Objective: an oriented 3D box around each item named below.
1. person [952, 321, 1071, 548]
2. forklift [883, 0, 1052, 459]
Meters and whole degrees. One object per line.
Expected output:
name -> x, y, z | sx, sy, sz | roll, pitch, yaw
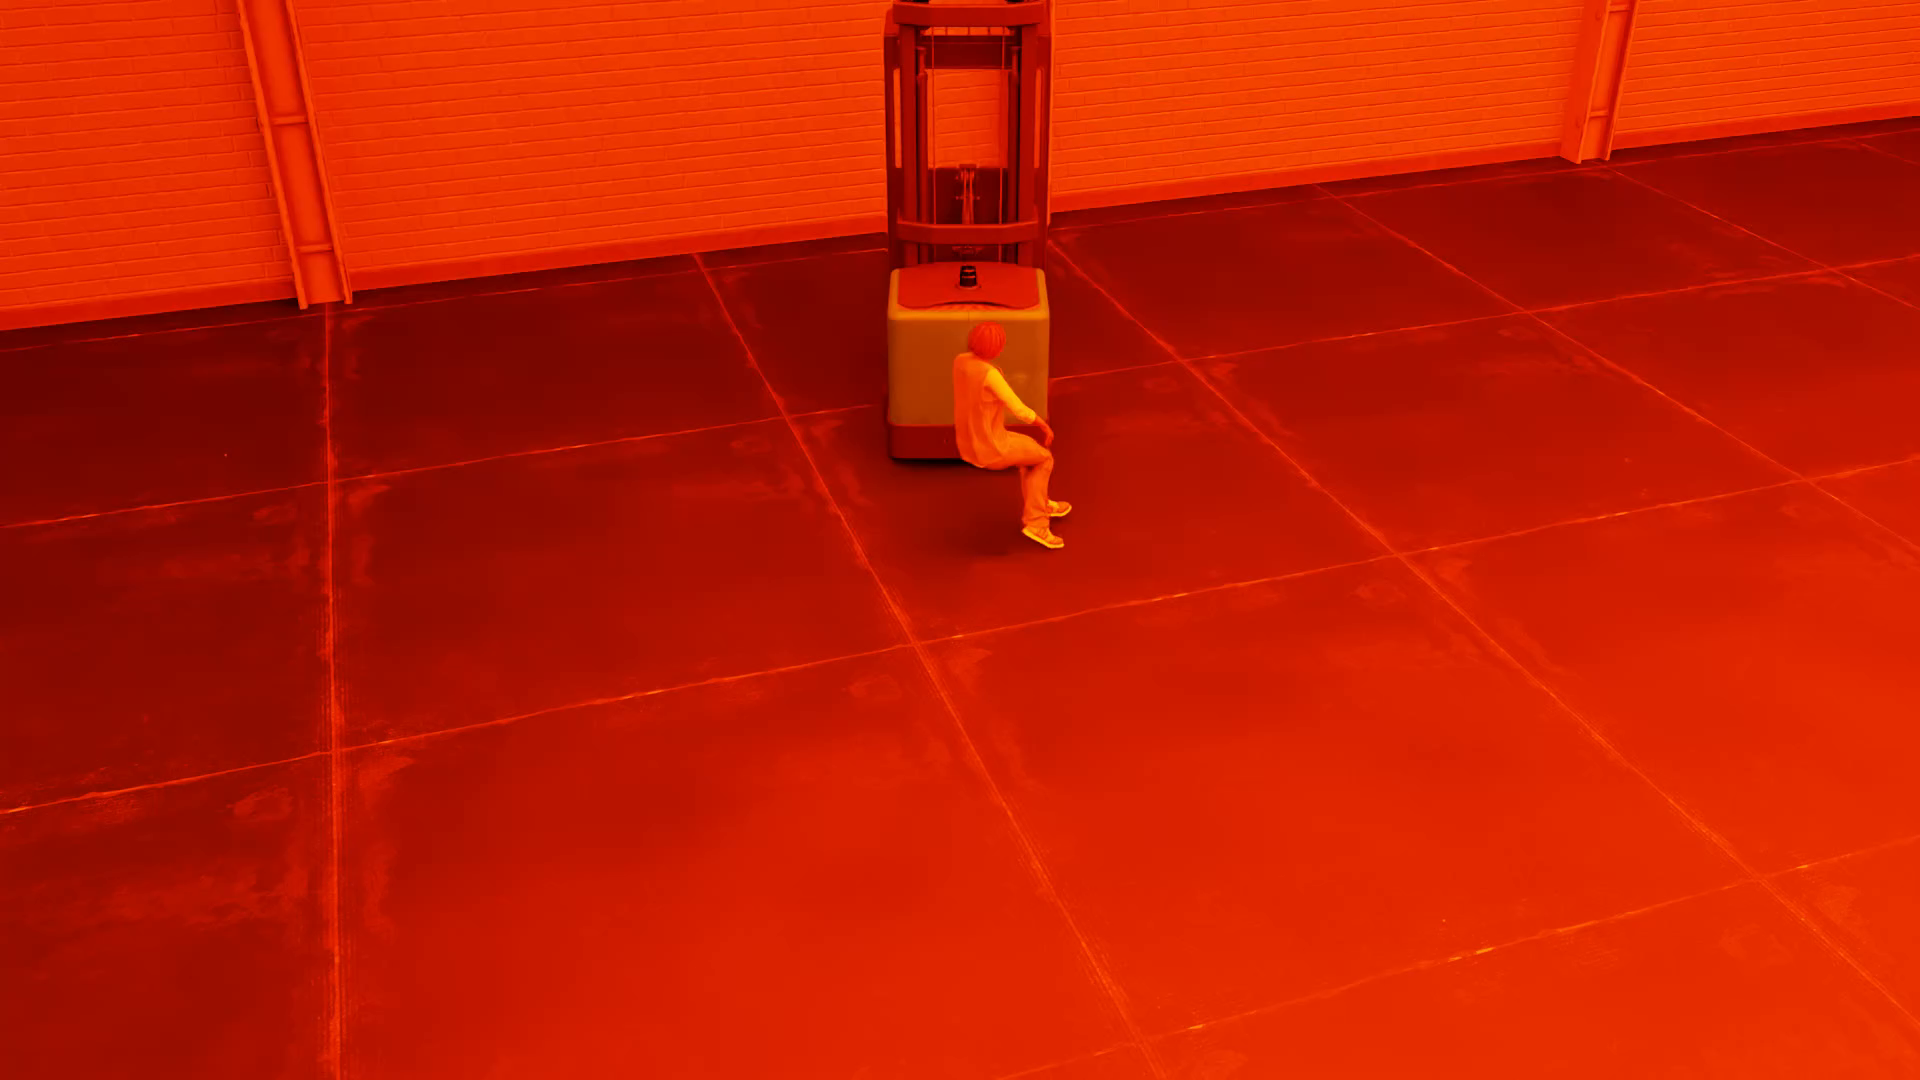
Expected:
person -> 0.327, -0.663, 9.767 | 0.760, 1.395, 0.689 | -22, 36, -33
forklift -> 0.048, -2.491, 11.417 | 1.130, 2.935, 3.031 | 0, 30, 0
